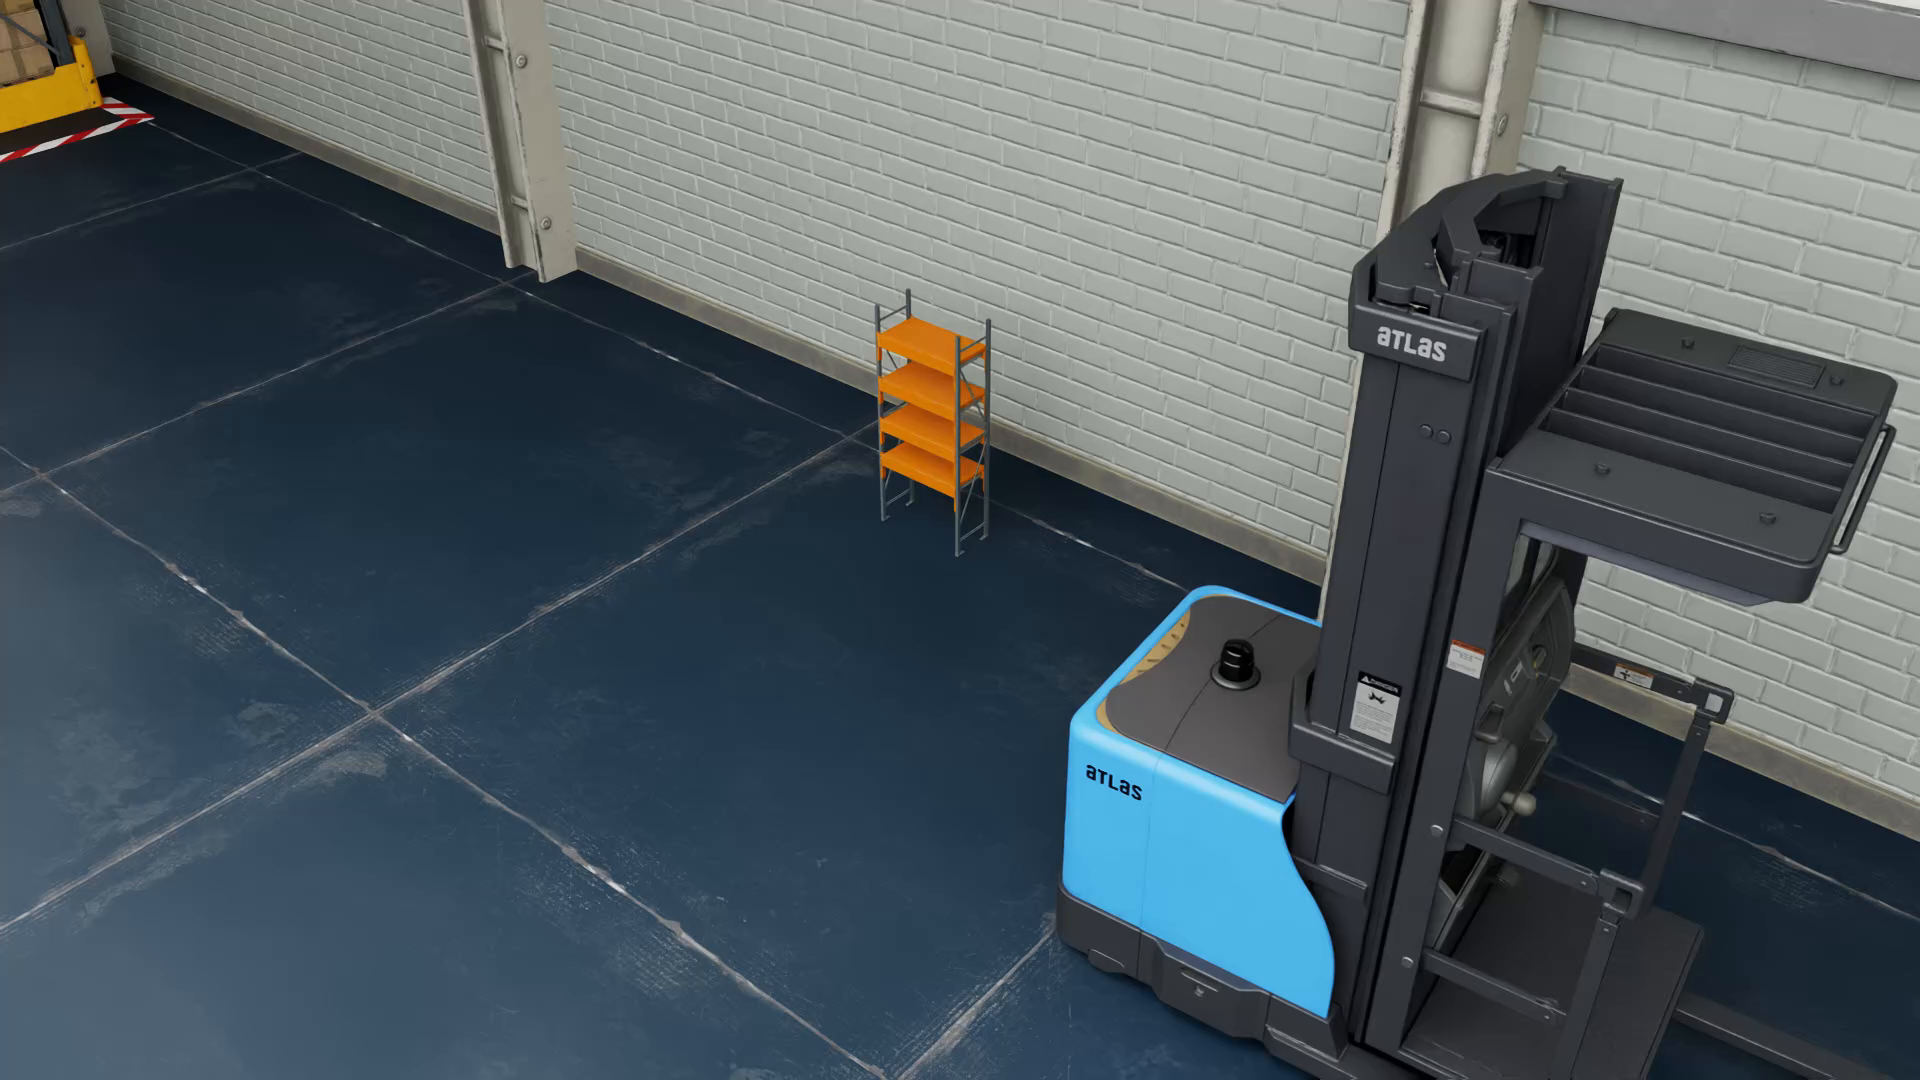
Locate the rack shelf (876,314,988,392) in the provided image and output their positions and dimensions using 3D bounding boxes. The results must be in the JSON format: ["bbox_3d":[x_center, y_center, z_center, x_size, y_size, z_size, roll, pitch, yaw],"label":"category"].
[{"bbox_3d":[-0.127,-0.878,7.775,0.480,0.148,0.258,25,42,32],"label":"rack shelf"}]

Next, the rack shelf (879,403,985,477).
[{"bbox_3d":[-0.127,-0.499,8.036,0.480,0.148,0.258,25,42,32],"label":"rack shelf"}]

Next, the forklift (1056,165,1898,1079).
[{"bbox_3d":[1.856,0.515,4.911,3.031,2.935,1.130,21,40,28],"label":"forklift"}]

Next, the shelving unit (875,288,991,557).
[{"bbox_3d":[-0.127,-0.555,7.998,0.503,1.200,0.258,25,42,32],"label":"shelving unit"}]

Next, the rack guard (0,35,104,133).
[{"bbox_3d":[-7.350,-3.509,12.918,0.348,0.500,1.175,25,42,32],"label":"rack guard"}]

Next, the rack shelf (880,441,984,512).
[{"bbox_3d":[-0.127,-0.335,8.148,0.480,0.148,0.258,25,42,32],"label":"rack shelf"}]

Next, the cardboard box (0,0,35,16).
[{"bbox_3d":[-7.616,-4.257,12.973,0.500,0.250,0.500,25,41,31],"label":"cardboard box"}]

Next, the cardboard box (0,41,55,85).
[{"bbox_3d":[-7.620,-3.851,13.266,0.500,0.250,0.500,25,42,32],"label":"cardboard box"}]

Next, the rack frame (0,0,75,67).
[{"bbox_3d":[-7.368,-4.548,12.223,0.127,3.000,1.000,25,42,32],"label":"rack frame"}]

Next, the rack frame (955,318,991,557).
[{"bbox_3d":[0.060,-0.466,7.869,0.015,1.200,0.240,25,42,32],"label":"rack frame"}]

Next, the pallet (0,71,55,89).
[{"bbox_3d":[-7.983,-3.658,13.390,1.213,0.211,1.003,25,42,32],"label":"pallet"}]

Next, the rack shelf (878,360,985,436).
[{"bbox_3d":[-0.127,-0.683,7.909,0.480,0.148,0.258,25,42,32],"label":"rack shelf"}]

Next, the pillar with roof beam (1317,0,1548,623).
[{"bbox_3d":[-0.859,-1.446,2.407,0.400,9.000,9.100,25,42,32],"label":"pillar with roof beam"}]

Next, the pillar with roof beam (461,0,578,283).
[{"bbox_3d":[-5.470,-3.619,5.571,0.400,9.000,9.100,25,42,32],"label":"pillar with roof beam"}]

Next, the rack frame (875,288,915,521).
[{"bbox_3d":[-0.315,-0.643,8.126,0.015,1.200,0.240,25,42,32],"label":"rack frame"}]

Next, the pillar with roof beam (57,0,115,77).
[{"bbox_3d":[-10.081,-5.793,8.736,0.400,9.000,9.100,25,42,32],"label":"pillar with roof beam"}]

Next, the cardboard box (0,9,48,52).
[{"bbox_3d":[-7.597,-4.055,13.121,0.500,0.250,0.500,26,42,33],"label":"cardboard box"}]
